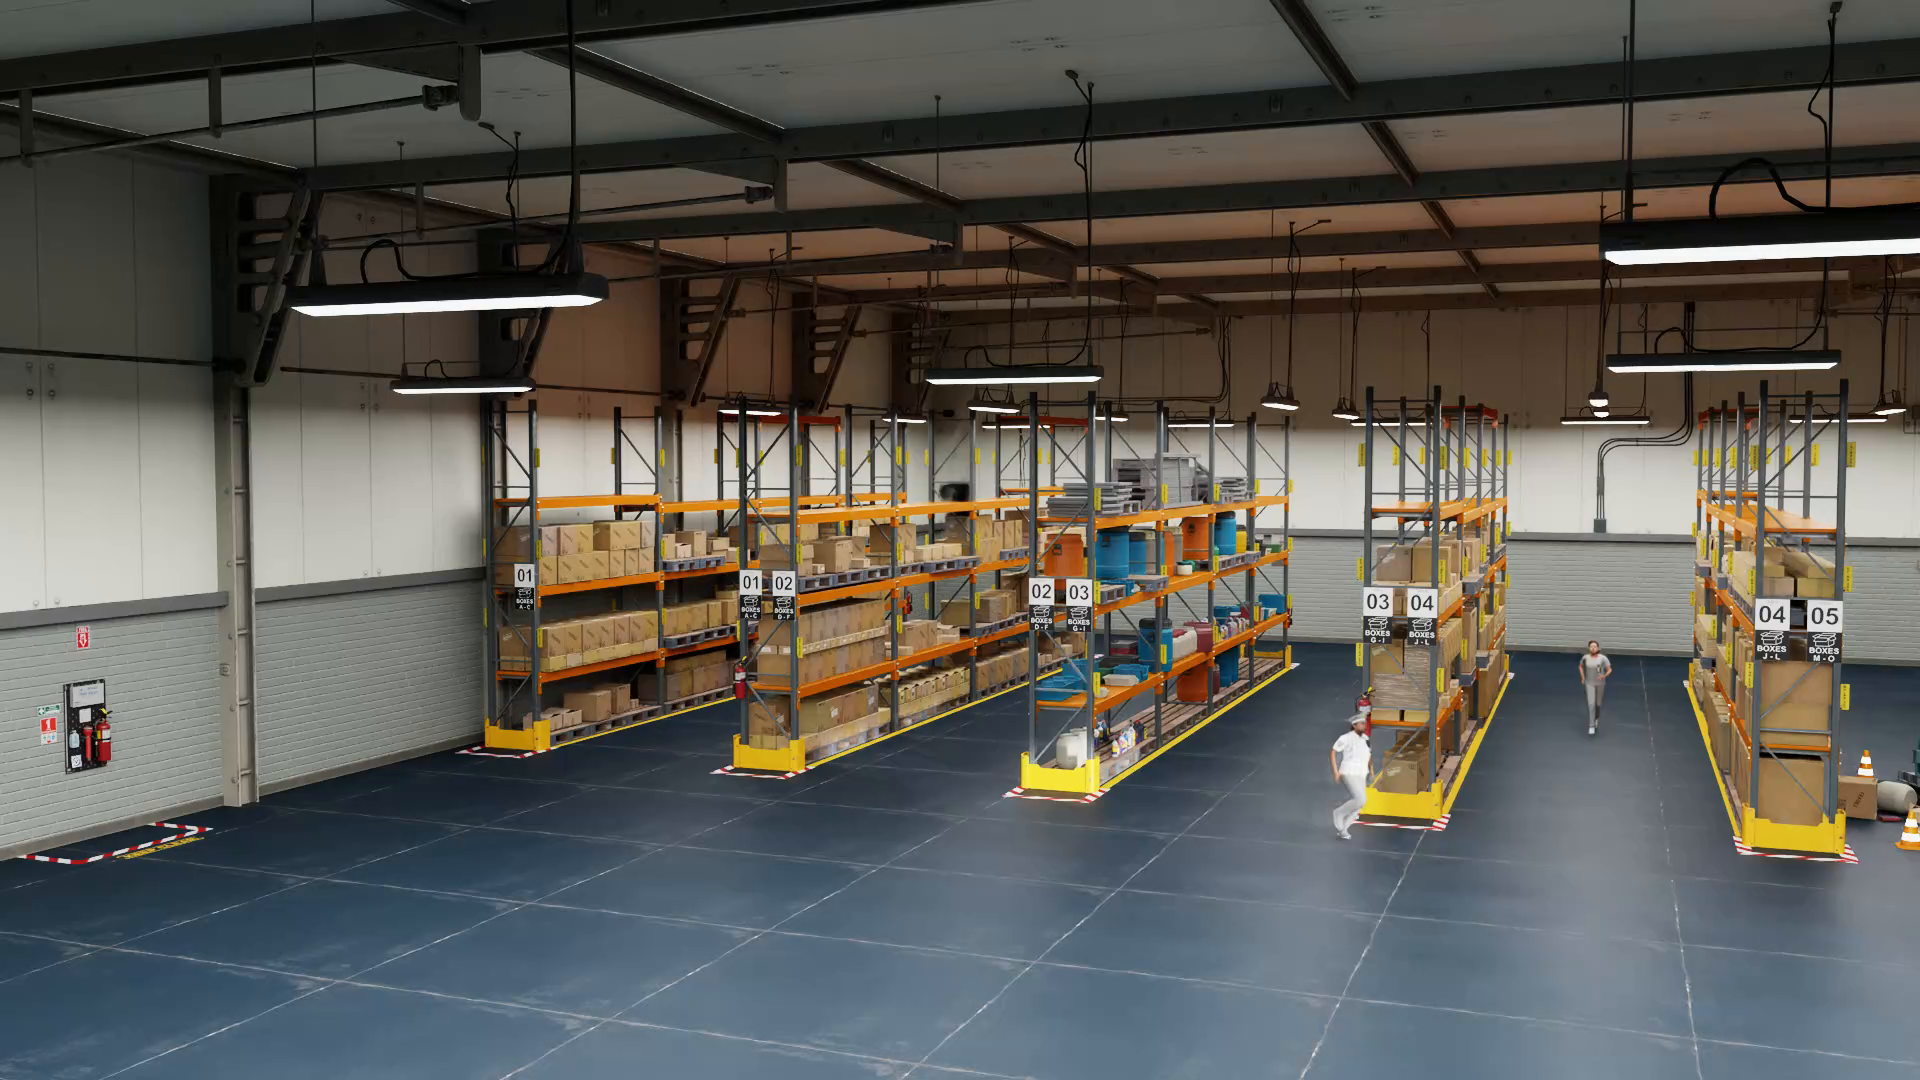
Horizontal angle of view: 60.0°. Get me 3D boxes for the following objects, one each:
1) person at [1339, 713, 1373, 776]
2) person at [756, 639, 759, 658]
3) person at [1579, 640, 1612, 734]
[{"bbox_3d":[5.228,2.716,21.967,0.442,0.856,0.347,-2,3,-31],"label":"person"},{"bbox_3d":[-3.620,2.664,31.946,0.574,1.586,0.795,0,3,6],"label":"person"},{"bbox_3d":[11.546,2.650,30.224,0.562,1.665,0.843,1,3,22],"label":"person"}]
